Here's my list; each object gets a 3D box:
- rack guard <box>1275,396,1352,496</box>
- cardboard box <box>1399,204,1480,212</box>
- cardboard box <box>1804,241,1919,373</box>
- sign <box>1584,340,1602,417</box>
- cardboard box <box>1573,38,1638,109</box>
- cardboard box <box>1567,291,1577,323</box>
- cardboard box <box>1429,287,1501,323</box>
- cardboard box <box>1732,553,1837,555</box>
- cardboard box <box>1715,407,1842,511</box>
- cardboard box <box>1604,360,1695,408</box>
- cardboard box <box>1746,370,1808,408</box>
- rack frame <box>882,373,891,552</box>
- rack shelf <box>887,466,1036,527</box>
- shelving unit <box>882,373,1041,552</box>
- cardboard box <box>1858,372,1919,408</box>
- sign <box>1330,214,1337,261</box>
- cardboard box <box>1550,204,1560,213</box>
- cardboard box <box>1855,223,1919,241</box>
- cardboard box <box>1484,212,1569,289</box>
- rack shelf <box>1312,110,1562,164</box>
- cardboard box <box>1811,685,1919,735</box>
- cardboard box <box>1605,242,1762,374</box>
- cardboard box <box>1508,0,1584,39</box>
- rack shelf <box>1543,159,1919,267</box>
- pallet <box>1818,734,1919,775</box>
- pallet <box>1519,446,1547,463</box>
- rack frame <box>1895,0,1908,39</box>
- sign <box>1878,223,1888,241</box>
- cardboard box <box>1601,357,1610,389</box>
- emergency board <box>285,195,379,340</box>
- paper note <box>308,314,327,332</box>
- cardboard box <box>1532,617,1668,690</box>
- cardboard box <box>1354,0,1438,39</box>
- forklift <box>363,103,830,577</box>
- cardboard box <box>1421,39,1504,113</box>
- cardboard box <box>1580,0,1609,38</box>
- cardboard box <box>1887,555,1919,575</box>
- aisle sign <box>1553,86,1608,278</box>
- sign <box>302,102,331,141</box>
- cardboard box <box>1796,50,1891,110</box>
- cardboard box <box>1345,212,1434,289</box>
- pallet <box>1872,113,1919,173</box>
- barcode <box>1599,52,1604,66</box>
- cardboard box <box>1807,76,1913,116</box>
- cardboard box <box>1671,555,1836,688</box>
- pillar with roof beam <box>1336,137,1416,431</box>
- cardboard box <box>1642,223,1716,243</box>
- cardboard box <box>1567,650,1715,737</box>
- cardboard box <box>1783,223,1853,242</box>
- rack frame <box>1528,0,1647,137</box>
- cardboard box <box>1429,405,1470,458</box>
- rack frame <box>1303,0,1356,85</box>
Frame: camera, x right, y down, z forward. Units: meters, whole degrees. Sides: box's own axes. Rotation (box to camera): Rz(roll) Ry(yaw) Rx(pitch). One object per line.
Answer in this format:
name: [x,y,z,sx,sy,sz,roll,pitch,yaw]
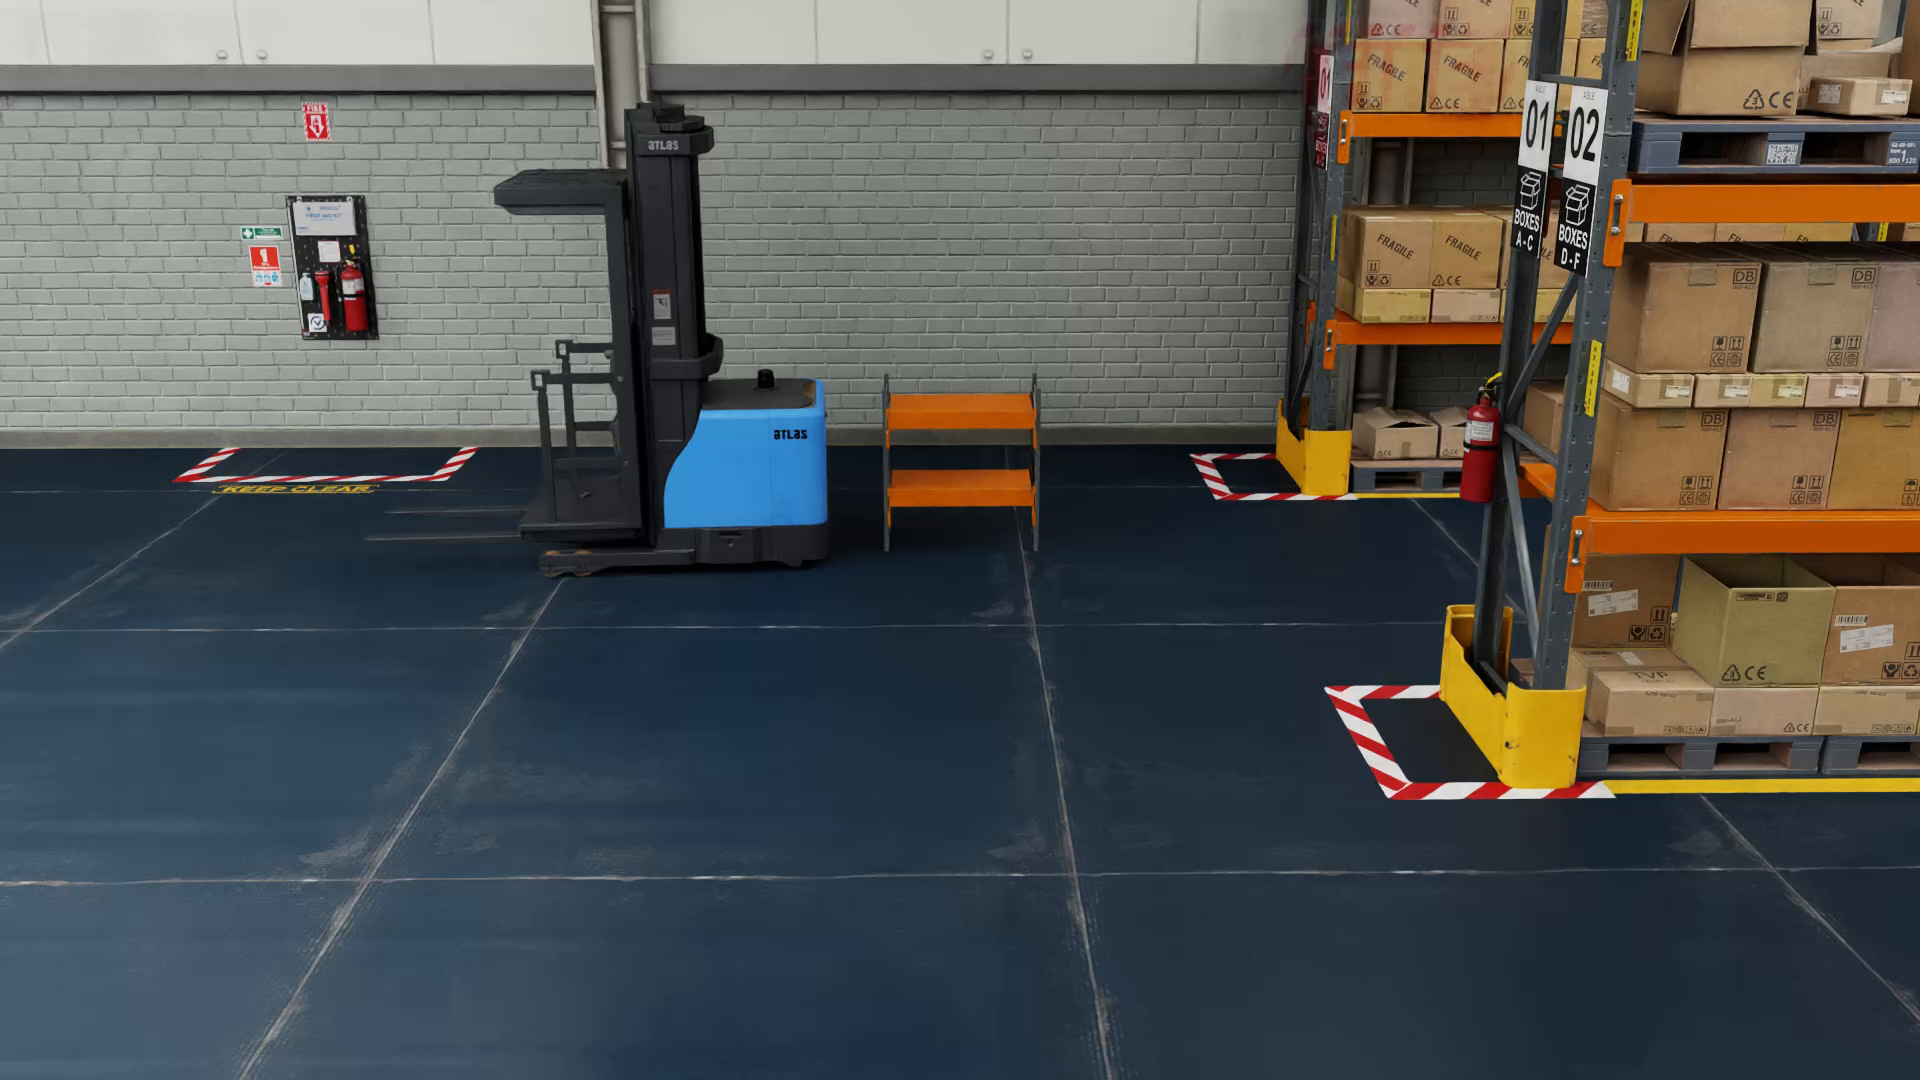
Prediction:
rack guard: [2.770,-0.752,13.075,0.348,0.500,1.175,0,18,-1]
cardboard box: [3.665,-2.304,12.804,0.500,0.500,0.500,0,18,0]
cardboard box: [4.325,-1.100,7.779,0.500,0.500,0.700,0,18,-1]
sign: [2.778,-0.710,7.302,0.005,0.325,0.100,0,18,-1]
cardboard box: [4.624,-3.357,11.996,0.500,0.500,0.500,1,18,3]
cardboard box: [4.720,-1.795,12.445,0.500,0.250,0.500,0,18,0]
cardboard box: [3.705,-1.793,12.438,0.500,0.250,0.500,-1,18,-3]
cardboard box: [4.307,0.220,8.537,0.500,0.500,0.500,0,18,-1]
cardboard box: [3.768,-0.479,7.967,0.500,0.500,0.700,0,18,1]
cardboard box: [3.171,-0.722,7.662,0.250,0.149,0.380,0,18,-1]
cardboard box: [3.685,-0.725,7.671,0.250,0.149,0.380,0,18,-1]
rack frame: [-0.502,-0.533,11.368,0.032,1.125,0.500,0,18,-1]
rack shelf: [0.007,-0.303,11.451,1.000,0.278,0.538,0,18,-1]
shelving unit: [0.007,-0.536,11.376,1.048,1.125,0.538,0,18,-1]
cardboard box: [4.203,-0.727,7.679,0.250,0.149,0.380,-1,18,-3]
sign: [2.702,-2.189,12.043,0.005,0.325,0.100,0,18,-1]
cardboard box: [4.685,-2.310,12.824,0.500,0.500,0.500,0,18,0]
cardboard box: [7.203,-2.211,12.644,0.500,0.500,0.700,0,18,-1]
cardboard box: [4.187,-2.148,12.318,0.500,0.500,0.500,-1,18,-3]
rack shelf: [4.693,-3.038,12.373,4.000,0.370,1.077,0,18,-1]
cardboard box: [4.315,0.740,8.145,0.500,0.250,0.500,0,18,-1]
cardboard box: [3.295,-1.093,7.757,0.500,0.500,0.700,0,18,-1]
cardboard box: [4.097,-3.824,11.815,0.500,0.500,0.500,0,18,1]
rack shelf: [4.775,-1.525,7.657,4.000,0.370,1.077,0,18,-1]
pallet: [4.756,0.877,8.468,1.213,0.211,1.003,0,18,-1]
pallet: [4.799,-0.613,13.113,1.213,0.211,1.003,0,18,-1]
rack frame: [6.693,-4.818,11.835,0.127,3.000,1.000,0,18,-1]
sign: [6.709,-2.208,12.103,0.005,0.325,0.100,0,18,-1]
cardboard box: [3.155,-0.846,8.048,0.250,0.149,0.380,-1,18,-2]
emergency board: [-5.091,-2.181,13.435,0.643,1.169,0.194,0,18,-1]
paper note: [-5.269,-1.781,13.632,0.142,0.148,0.016,0,18,-1]
cardboard box: [3.307,0.587,8.620,0.500,0.250,0.500,0,18,-1]
cardboard box: [3.083,-3.832,11.837,0.500,0.500,0.500,-2,18,-5]
forklift: [-2.402,-1.323,10.872,3.031,2.935,1.130,-1,18,-4]
cardboard box: [3.569,-3.345,11.956,0.500,0.500,0.500,1,18,3]
cardboard box: [4.662,-3.987,12.323,0.500,0.500,0.500,0,18,-1]
cardboard box: [4.815,0.382,8.033,0.500,0.500,0.500,0,18,-1]
aisle sign: [2.715,-1.573,7.286,0.004,0.787,0.394,0,18,-1]
sign: [-5.101,-3.315,13.175,0.199,0.298,0.001,0,18,-1]
cardboard box: [3.923,-2.139,7.723,0.500,0.250,0.500,0,18,-1]
cardboard box: [3.176,-2.148,12.318,0.500,0.500,0.500,0,18,-1]
pallet: [4.706,-1.818,7.538,1.213,0.211,1.003,0,18,-1]
barcode: [3.070,-2.283,7.892,0.075,0.075,0.001,0,18,-1]
cardboard box: [3.955,-1.956,7.320,0.250,0.149,0.380,0,18,-1]
cardboard box: [3.815,0.385,8.022,0.500,0.500,0.500,0,18,-1]
pillar with roof beam: [3.448,-3.752,8.511,0.400,9.000,9.100,0,18,-1]
cardboard box: [5.223,-2.157,12.345,0.500,0.500,0.500,-1,18,-2]
cardboard box: [3.315,0.745,8.127,0.500,0.250,0.500,0,18,-1]
cardboard box: [6.225,-2.160,12.355,0.500,0.500,0.500,0,18,-1]
rack frame: [2.776,-3.286,7.059,0.127,3.000,1.000,0,18,-1]
cardboard box: [3.957,-0.850,12.968,0.500,0.311,0.500,1,18,4]
rack frame: [2.694,-4.799,11.775,0.127,3.000,1.000,0,18,-1]
